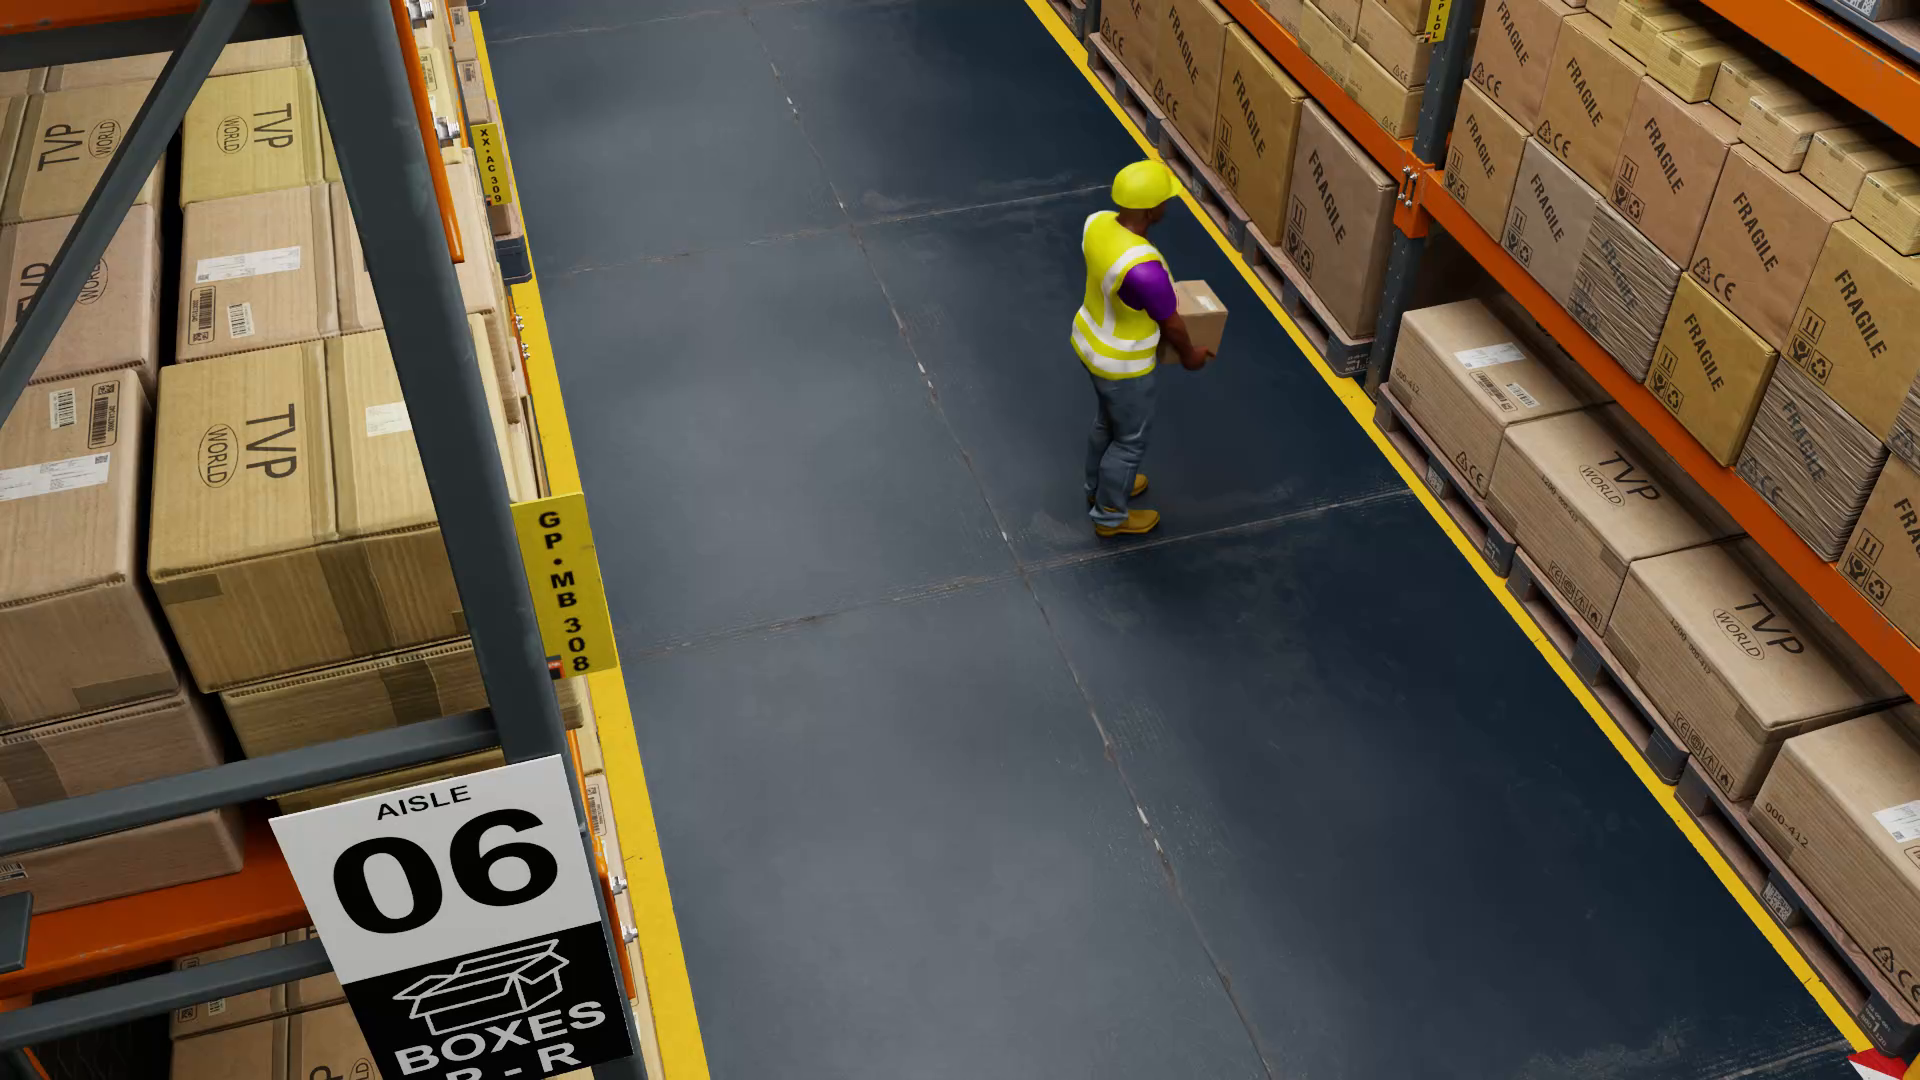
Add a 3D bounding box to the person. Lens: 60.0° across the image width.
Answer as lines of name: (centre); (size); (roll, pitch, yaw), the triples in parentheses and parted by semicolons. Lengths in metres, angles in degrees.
person: (0.764, -0.817, 7.054); (0.570, 1.759, 0.505); (-13, 43, -14)
